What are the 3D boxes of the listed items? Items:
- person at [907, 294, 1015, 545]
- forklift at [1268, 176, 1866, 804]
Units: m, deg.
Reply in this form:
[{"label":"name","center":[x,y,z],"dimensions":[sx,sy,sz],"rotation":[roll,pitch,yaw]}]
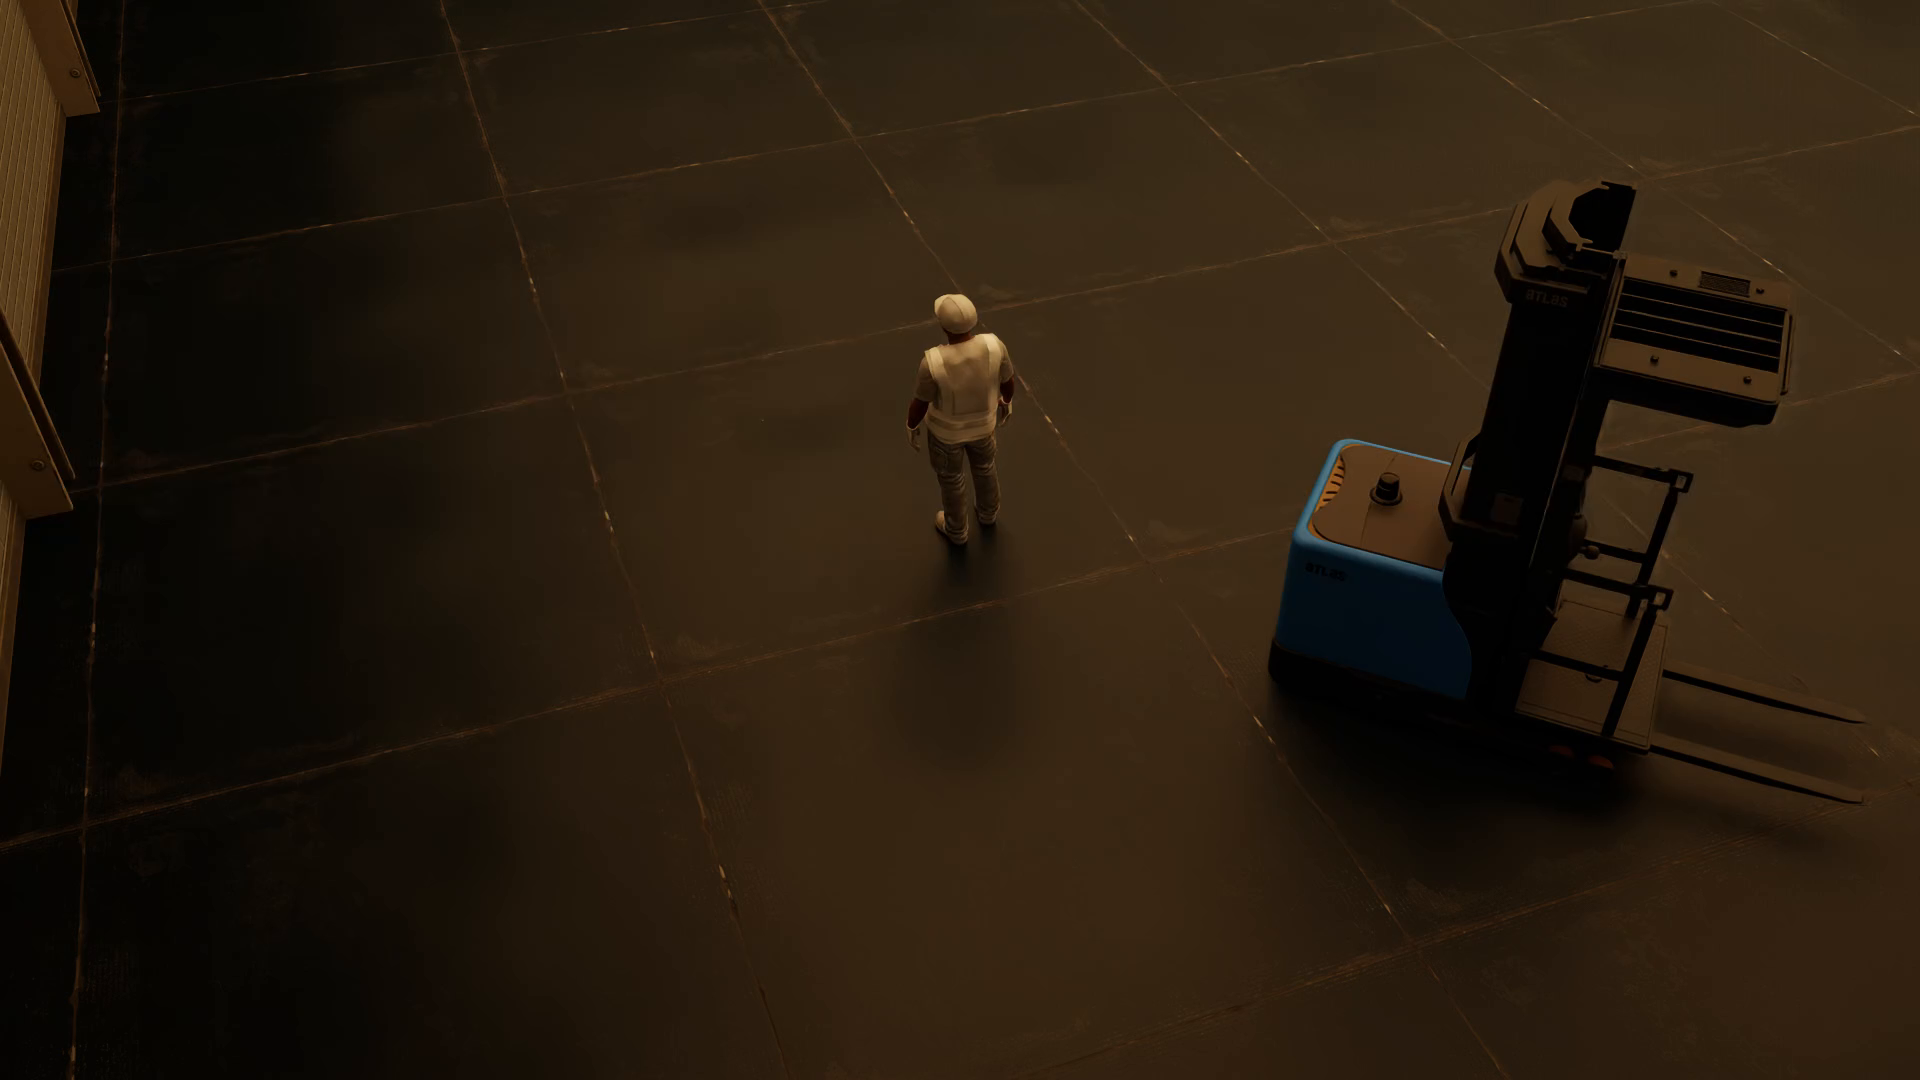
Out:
[{"label":"person","center":[-0.017,-0.734,9.752],"dimensions":[0.657,1.785,0.575],"rotation":[-13,42,-15]},{"label":"forklift","center":[3.285,-0.220,8.258],"dimensions":[3.031,2.935,1.130],"rotation":[16,43,18]}]
